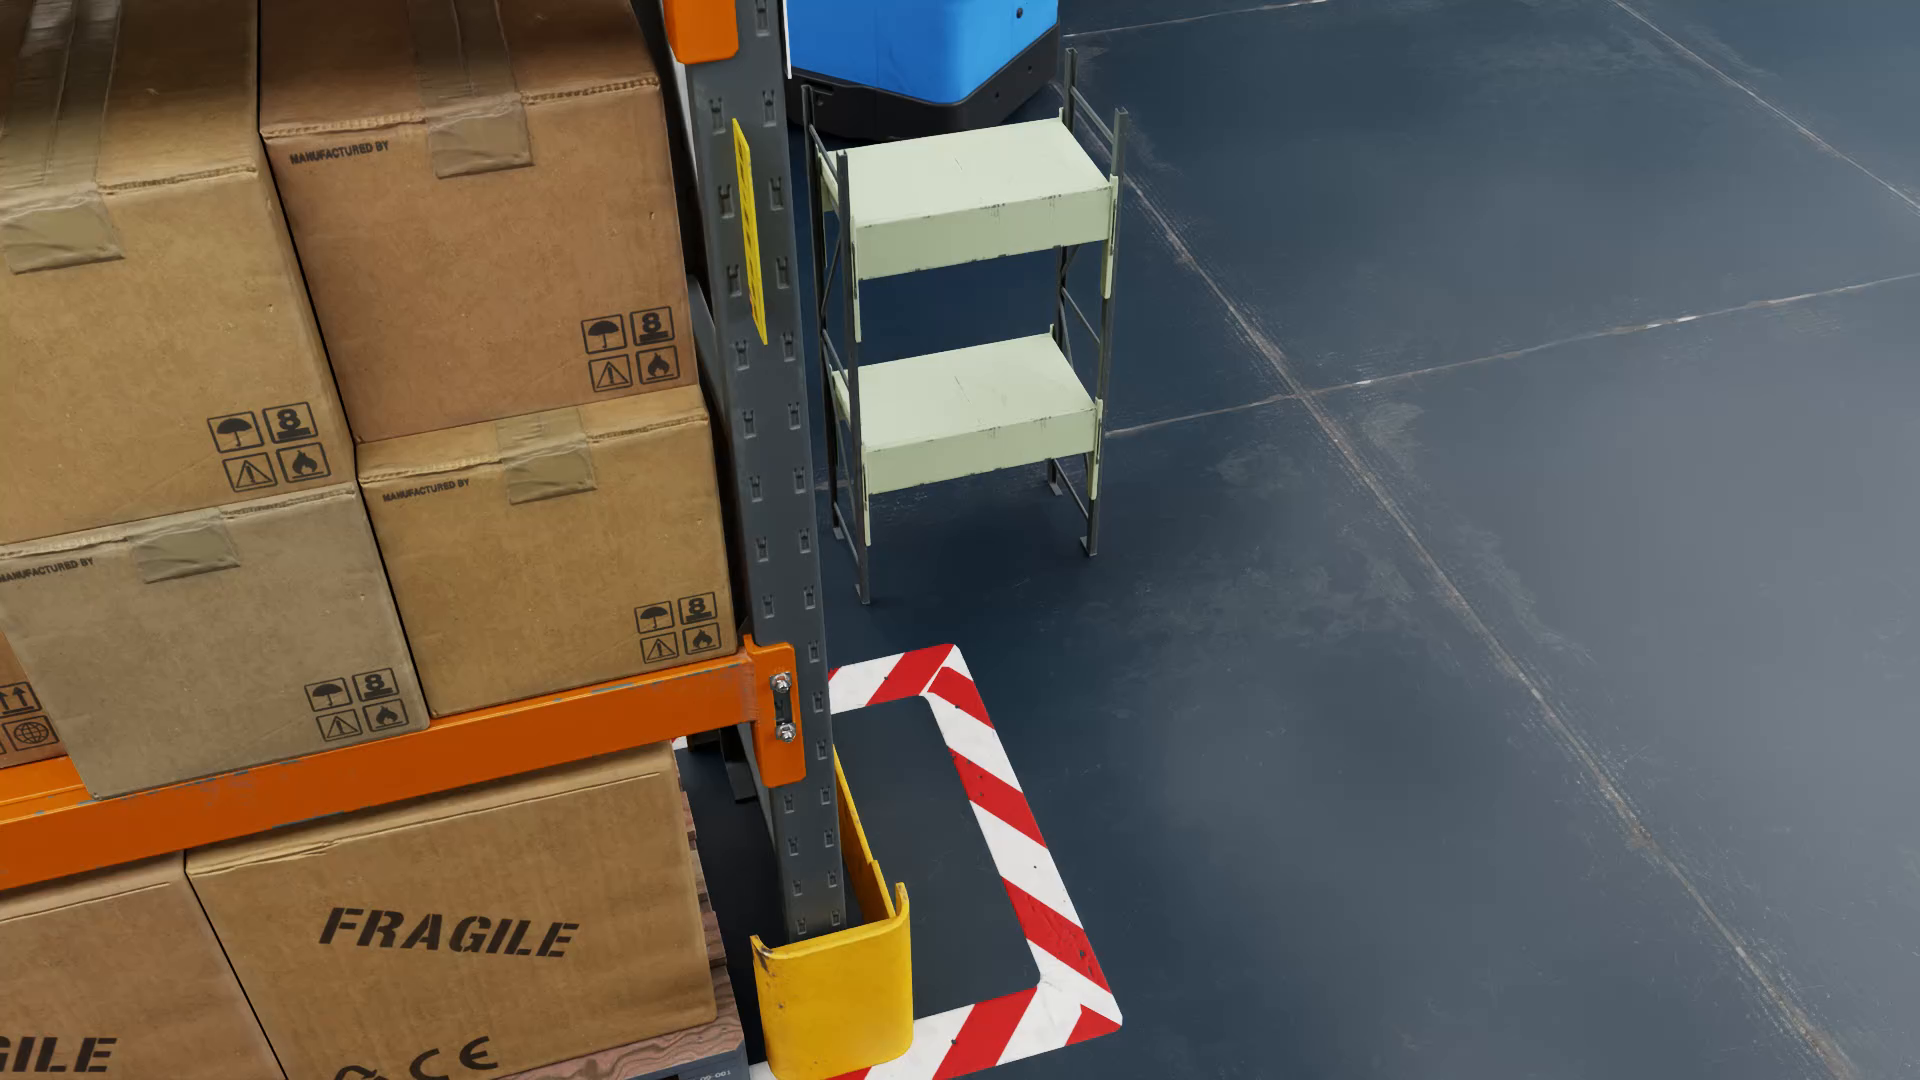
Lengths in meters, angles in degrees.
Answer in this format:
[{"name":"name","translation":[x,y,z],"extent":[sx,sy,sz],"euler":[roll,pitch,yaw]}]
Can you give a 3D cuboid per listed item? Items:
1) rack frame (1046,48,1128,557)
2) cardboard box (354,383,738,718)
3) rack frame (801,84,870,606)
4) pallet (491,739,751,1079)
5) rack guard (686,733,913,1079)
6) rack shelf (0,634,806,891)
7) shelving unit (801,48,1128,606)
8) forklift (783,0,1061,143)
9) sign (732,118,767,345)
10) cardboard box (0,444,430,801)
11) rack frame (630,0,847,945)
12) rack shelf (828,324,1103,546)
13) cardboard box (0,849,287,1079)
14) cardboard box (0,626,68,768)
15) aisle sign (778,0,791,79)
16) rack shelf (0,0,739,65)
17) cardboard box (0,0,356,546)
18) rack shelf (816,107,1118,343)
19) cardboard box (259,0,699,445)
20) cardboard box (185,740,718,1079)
[{"name":"rack frame","translation":[0.355,-0.638,4.841],"extent":[0.023,1.500,0.400],"euler":[-12,42,-13]},{"name":"cardboard box","translation":[-0.796,-0.217,3.104],"extent":[0.550,0.550,0.875],"euler":[-12,42,-13]},{"name":"rack frame","translation":[-0.343,-0.494,4.675],"extent":[0.023,1.500,0.400],"euler":[-12,42,-13]},{"name":"pallet","translation":[-1.194,0.995,3.951],"extent":[1.213,0.211,1.003],"euler":[-12,42,-13]},{"name":"rack guard","translation":[-0.432,0.674,4.098],"extent":[0.348,0.500,1.175],"euler":[-12,42,-13]},{"name":"rack shelf","translation":[-2.363,0.404,3.055],"extent":[4.000,0.370,1.077],"euler":[-12,42,-13]},{"name":"shelving unit","translation":[0.006,-0.566,4.758],"extent":[0.755,1.500,0.431],"euler":[-12,42,-13]},{"name":"forklift","translation":[-1.089,-3.413,6.929],"extent":[3.031,2.935,1.130],"euler":[20,45,22]},{"name":"sign","translation":[-0.305,-0.444,2.419],"extent":[0.005,0.325,0.100],"euler":[-12,42,-13]},{"name":"cardboard box","translation":[-1.314,-0.095,2.964],"extent":[0.550,0.550,0.875],"euler":[-12,42,-13]},{"name":"rack frame","translation":[-0.455,-0.262,3.270],"extent":[0.127,3.000,1.000],"euler":[-12,42,-13]},{"name":"rack shelf","translation":[0.006,-0.321,4.973],"extent":[0.720,0.370,0.431],"euler":[-12,42,-13]},{"name":"cardboard box","translation":[-1.921,0.730,3.430],"extent":[0.875,0.875,0.875],"euler":[-12,43,-14]},{"name":"cardboard box","translation":[-1.885,-0.063,2.928],"extent":[0.550,0.550,0.875],"euler":[-12,42,-13]},{"name":"aisle sign","translation":[-0.297,-1.067,2.216],"extent":[0.004,0.787,0.394],"euler":[-12,42,-13]},{"name":"rack shelf","translation":[-2.363,-0.726,2.068],"extent":[4.000,0.370,1.077],"euler":[-12,42,-13]},{"name":"cardboard box","translation":[-1.318,-0.510,2.619],"extent":[0.550,0.550,0.875],"euler":[-12,42,-13]},{"name":"rack shelf","translation":[0.006,-0.860,4.501],"extent":[0.720,0.370,0.431],"euler":[-12,42,-13]},{"name":"cardboard box","translation":[-0.821,-0.676,2.810],"extent":[0.550,0.550,0.875],"euler":[-12,42,-13]},{"name":"cardboard box","translation":[-1.082,0.555,3.630],"extent":[0.875,0.875,0.875],"euler":[-11,42,-13]}]
